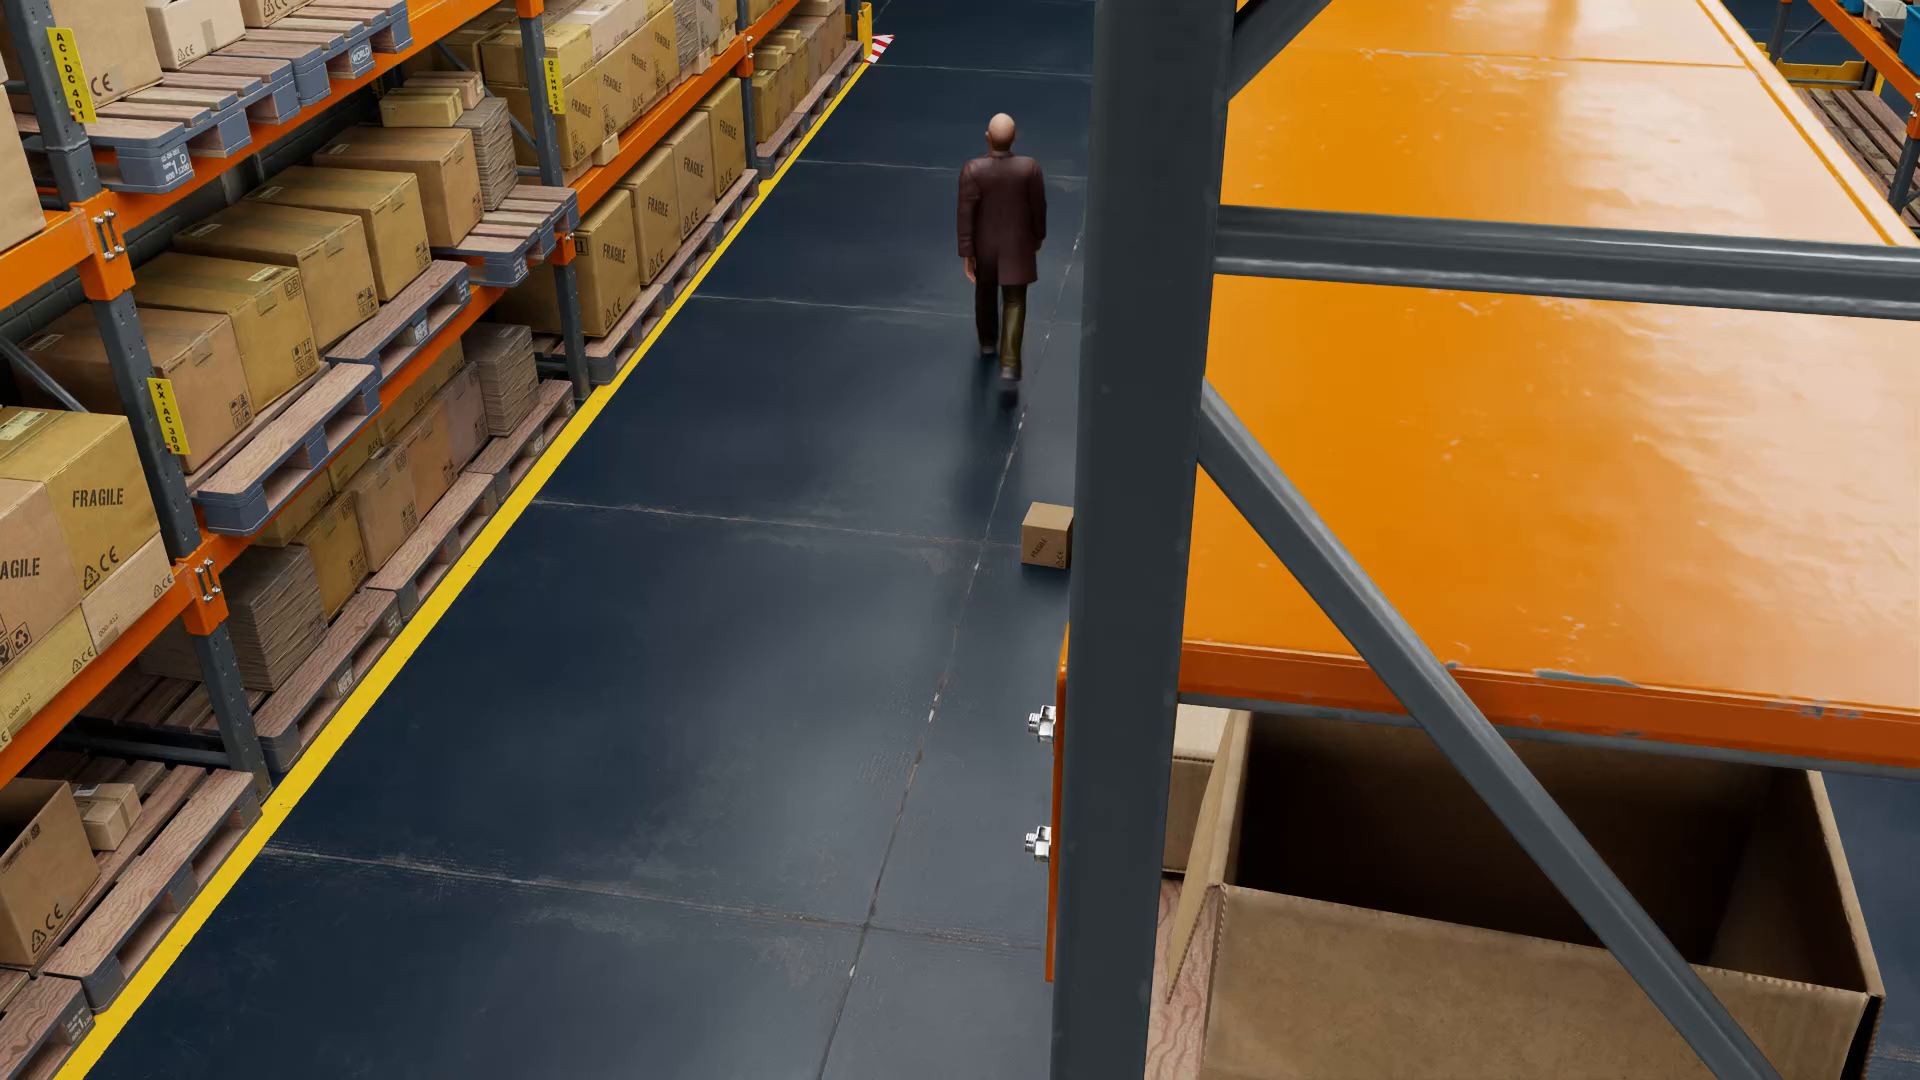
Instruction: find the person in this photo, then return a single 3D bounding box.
[{"bbox_3d":[0.273,-1.911,10.708,0.562,1.732,1.038,2,32,3],"label":"person"}]
